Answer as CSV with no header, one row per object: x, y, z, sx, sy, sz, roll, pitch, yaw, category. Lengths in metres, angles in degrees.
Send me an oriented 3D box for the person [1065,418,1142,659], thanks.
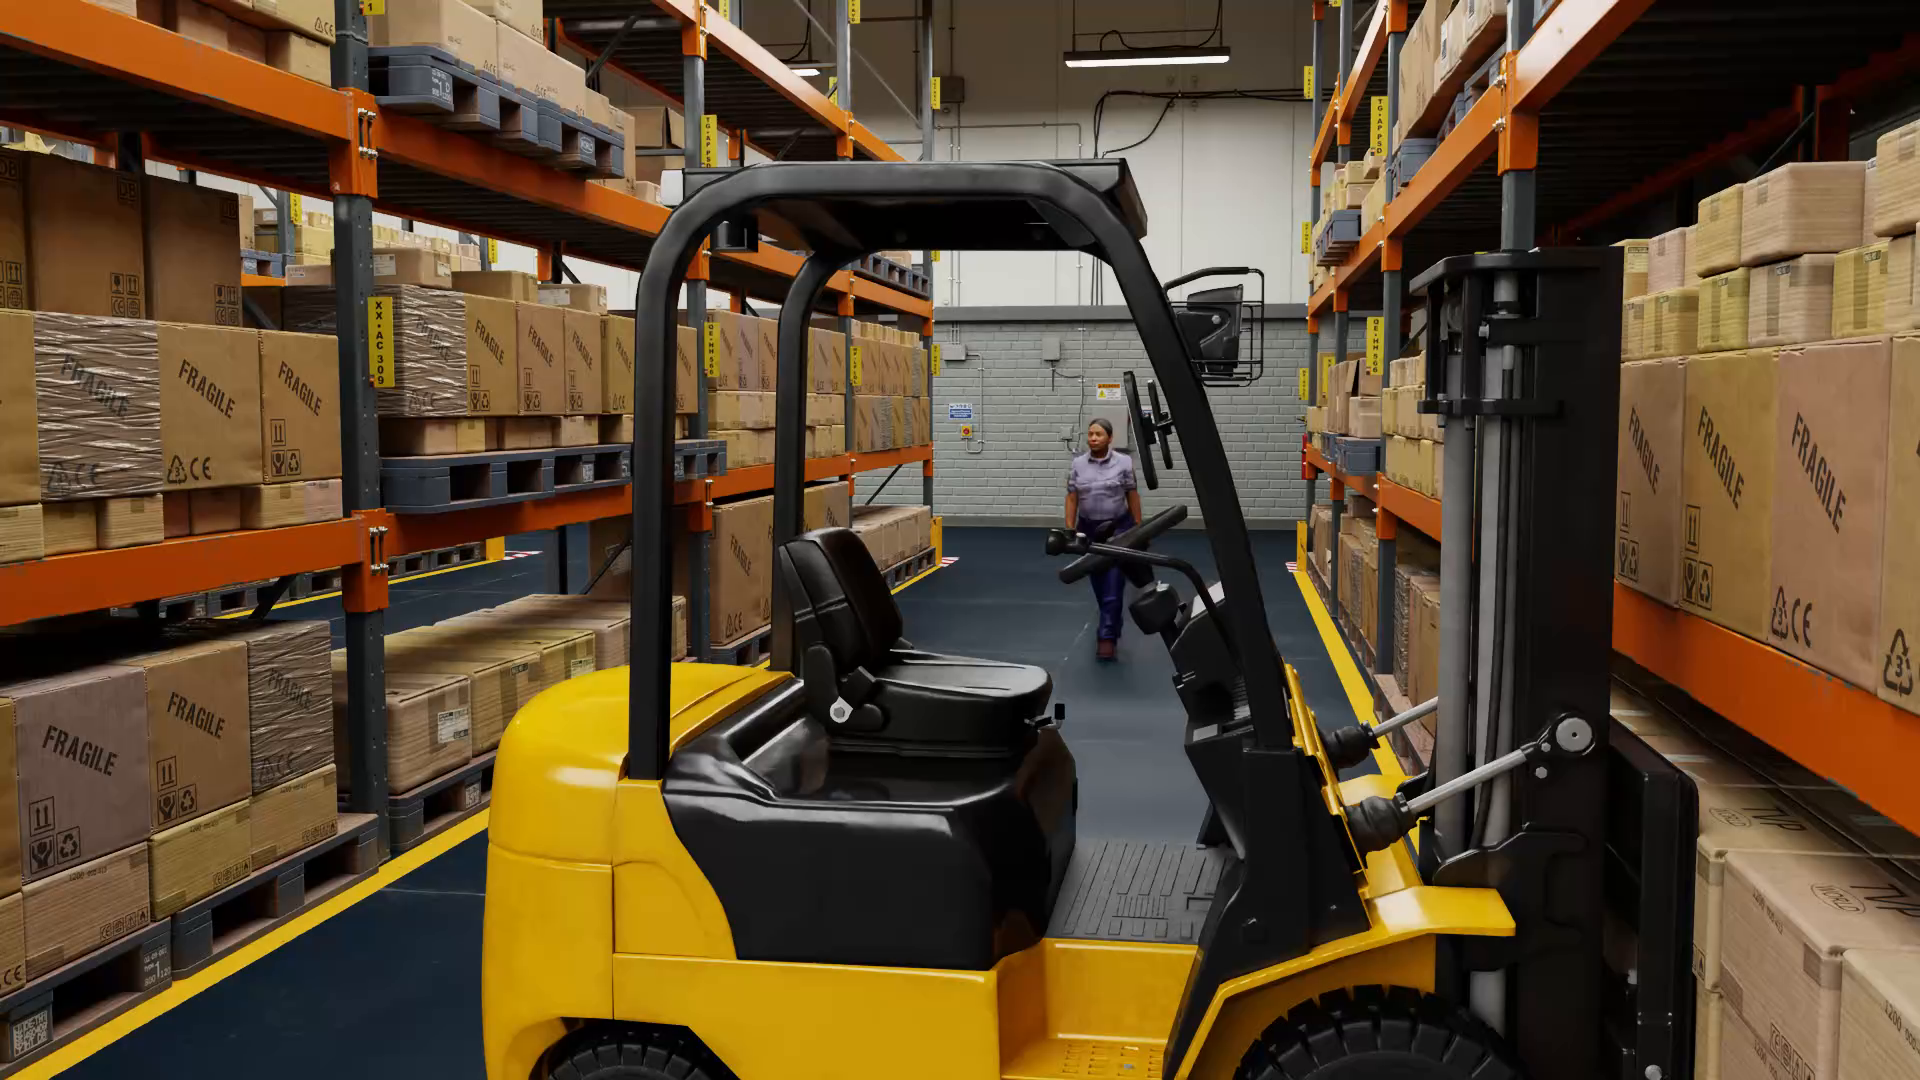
0.970,-0.042,11.480,0.506,1.601,0.898,2,5,24,person
